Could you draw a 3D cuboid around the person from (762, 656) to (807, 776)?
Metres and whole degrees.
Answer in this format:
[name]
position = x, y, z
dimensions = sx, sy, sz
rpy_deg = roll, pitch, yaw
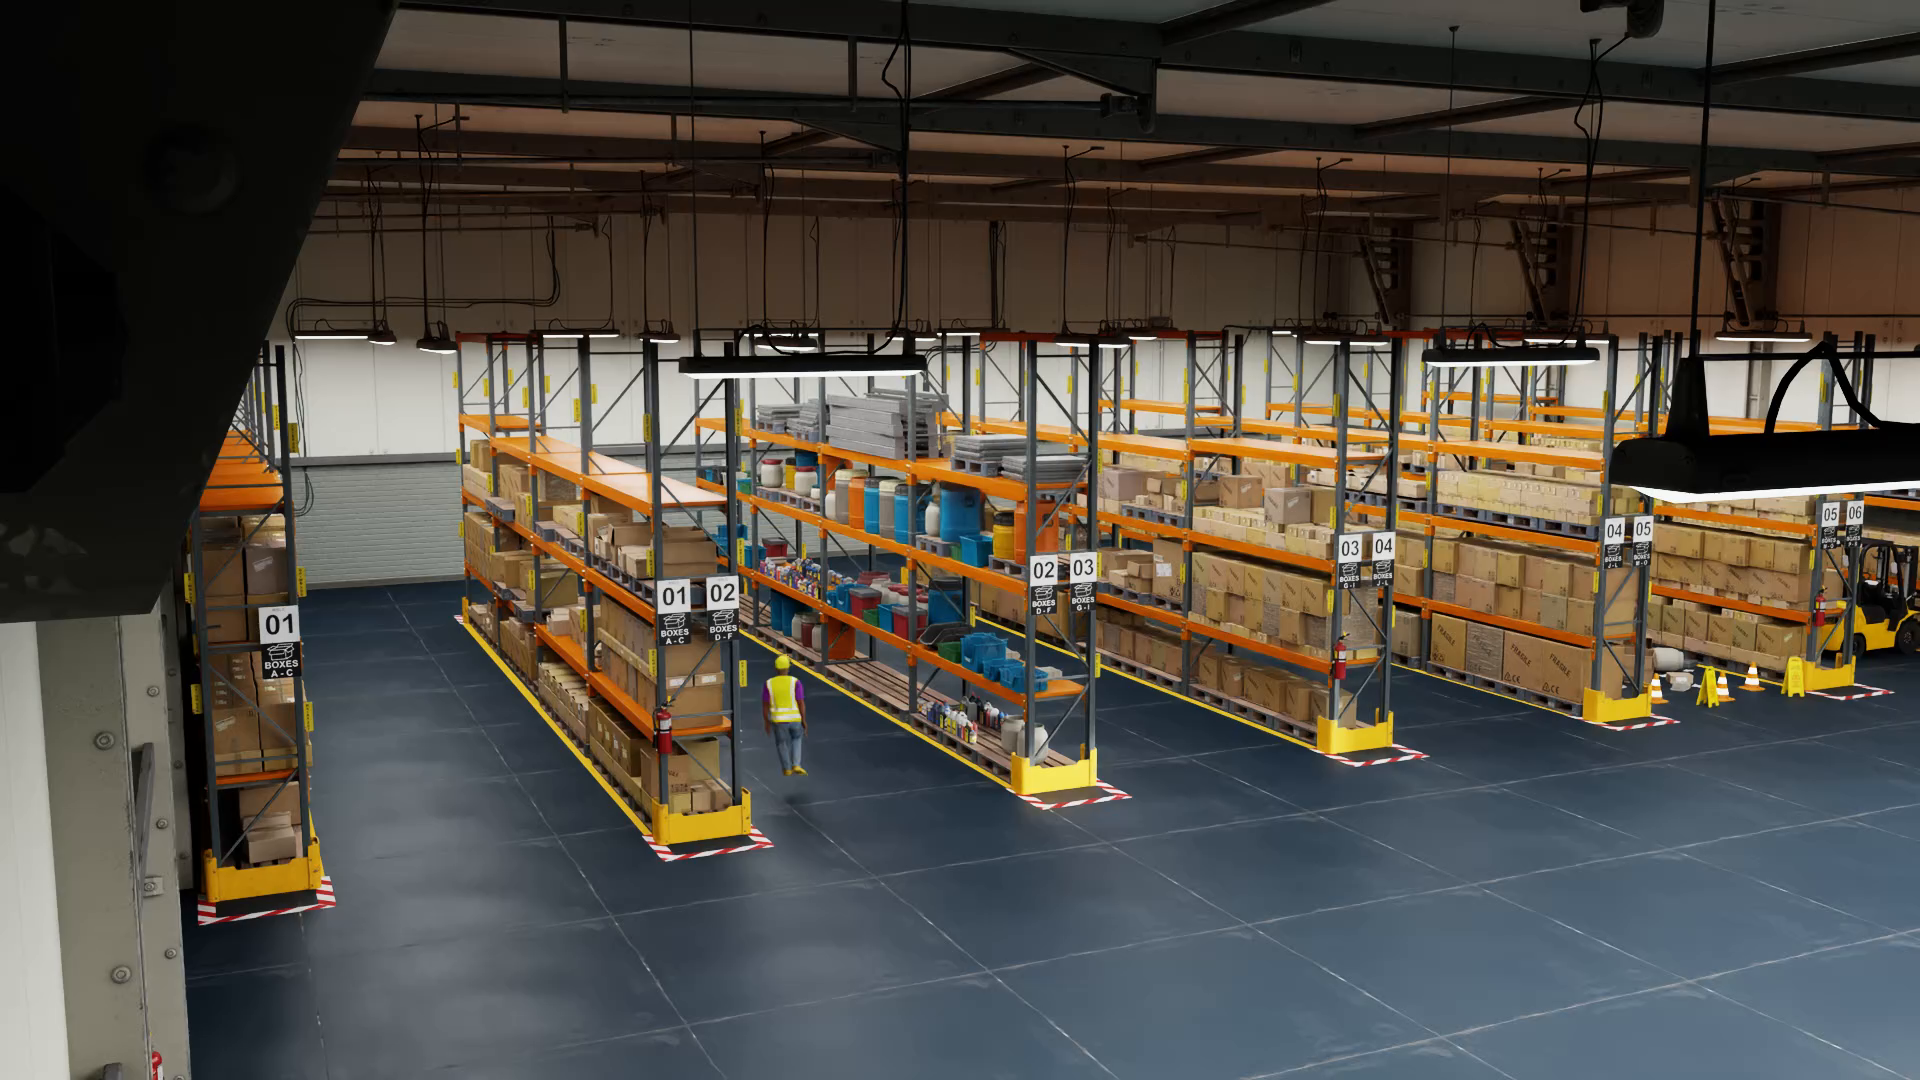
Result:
[person]
position = -2.334, 2.351, 22.090
dimensions = 0.578, 1.643, 0.583
rpy_deg = -2, 8, -11
